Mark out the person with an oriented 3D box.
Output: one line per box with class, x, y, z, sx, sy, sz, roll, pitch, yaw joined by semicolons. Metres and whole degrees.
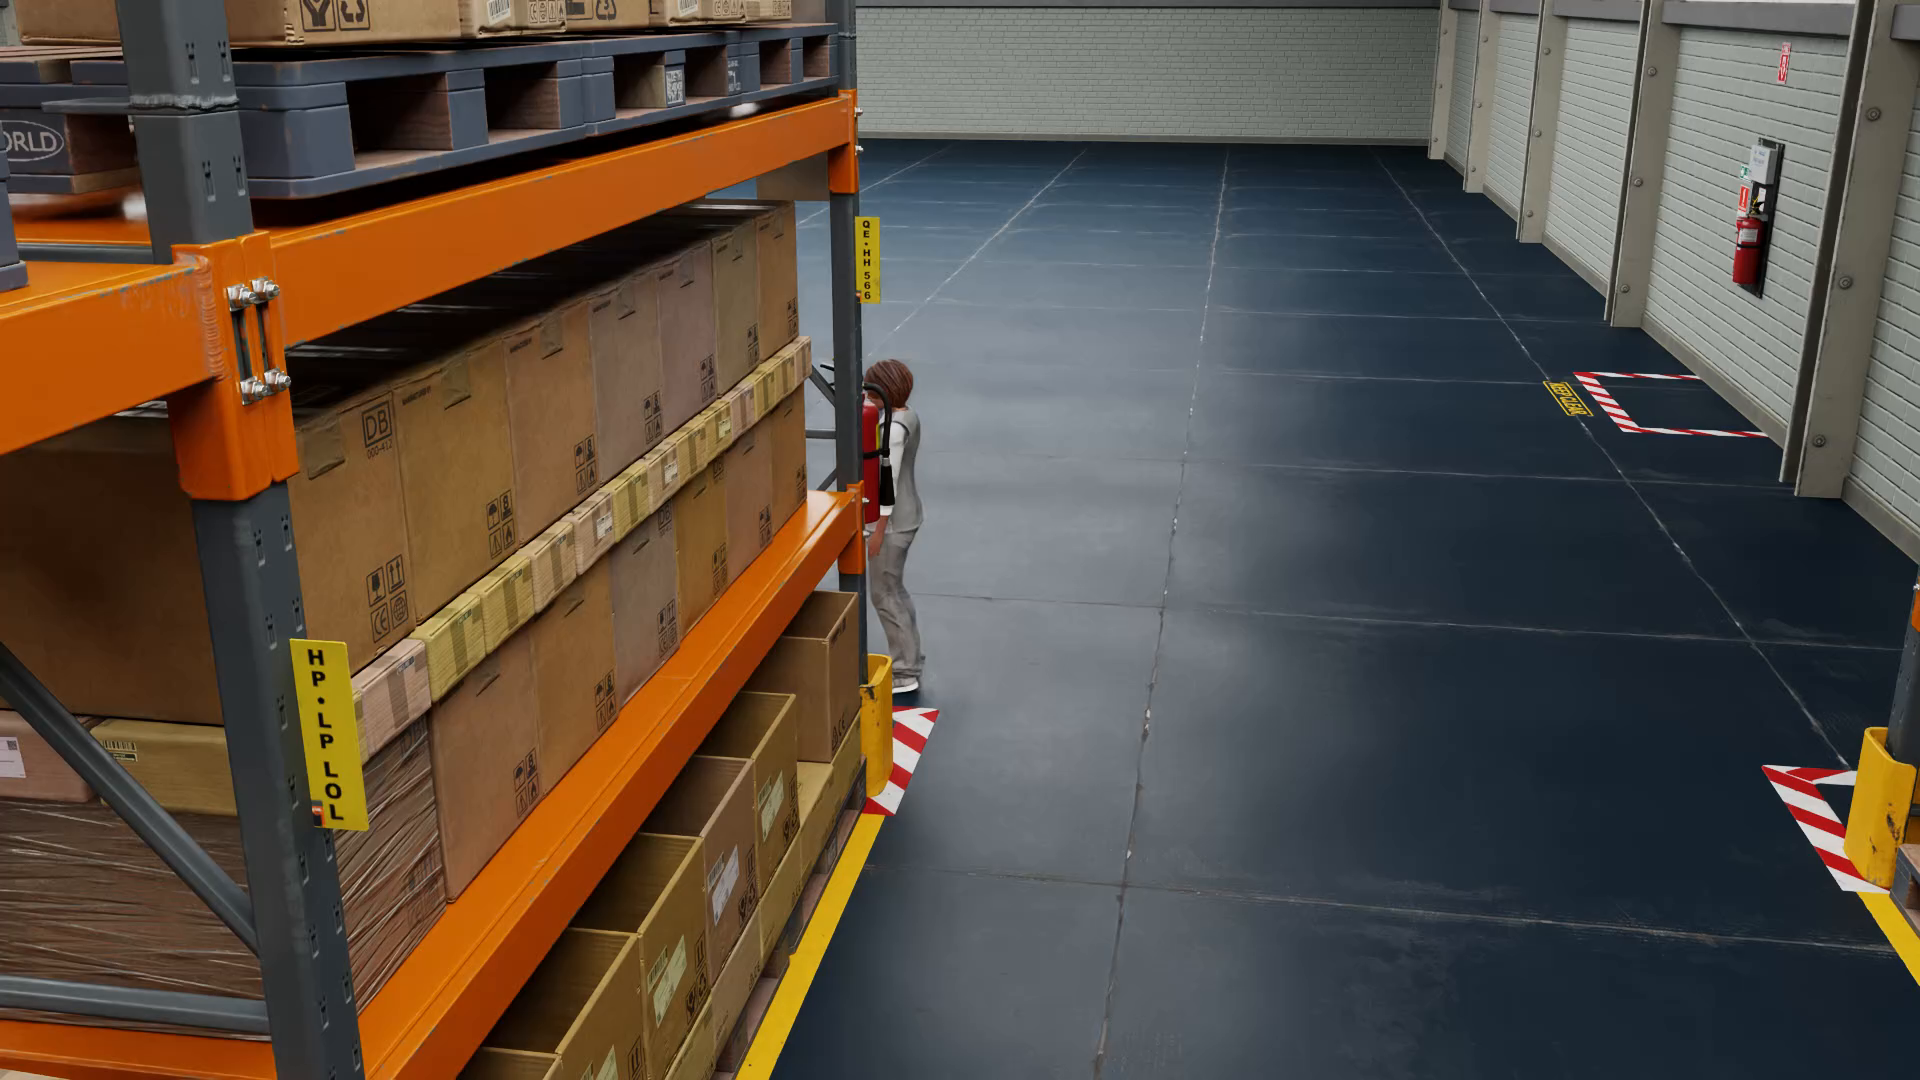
person;-0.322;-0.056;7.765;0.299;1.600;0.407;2;18;6
